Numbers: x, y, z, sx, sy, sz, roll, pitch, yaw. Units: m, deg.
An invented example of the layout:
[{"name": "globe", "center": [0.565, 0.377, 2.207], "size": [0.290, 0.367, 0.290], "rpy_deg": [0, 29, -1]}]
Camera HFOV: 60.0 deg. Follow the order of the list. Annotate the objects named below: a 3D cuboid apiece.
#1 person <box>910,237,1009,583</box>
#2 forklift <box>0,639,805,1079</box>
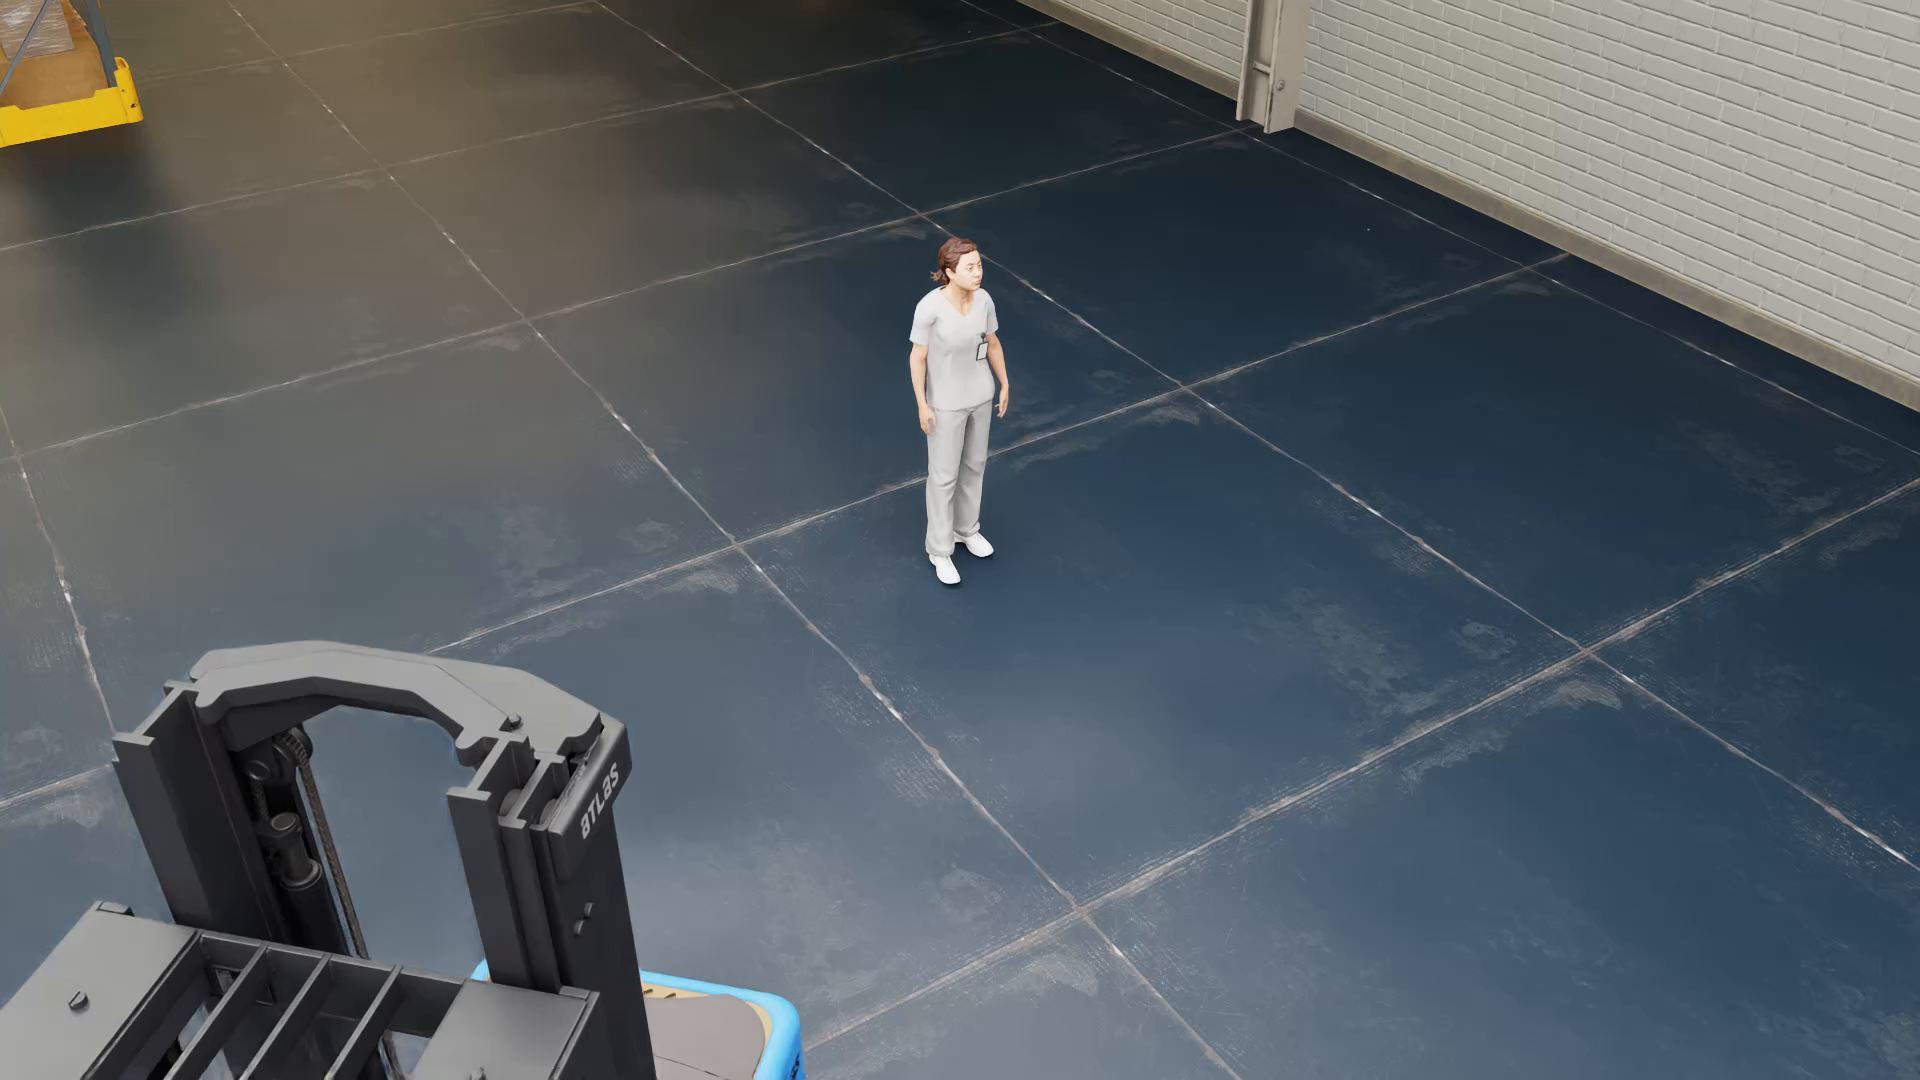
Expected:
[{"name": "person", "center": [0.029, -0.652, 8.154], "size": [0.549, 1.673, 0.548], "rpy_deg": [-21, 40, -27]}, {"name": "forklift", "center": [-1.275, 1.800, 3.586], "size": [1.130, 2.935, 3.031], "rpy_deg": [7, 36, 10]}]
